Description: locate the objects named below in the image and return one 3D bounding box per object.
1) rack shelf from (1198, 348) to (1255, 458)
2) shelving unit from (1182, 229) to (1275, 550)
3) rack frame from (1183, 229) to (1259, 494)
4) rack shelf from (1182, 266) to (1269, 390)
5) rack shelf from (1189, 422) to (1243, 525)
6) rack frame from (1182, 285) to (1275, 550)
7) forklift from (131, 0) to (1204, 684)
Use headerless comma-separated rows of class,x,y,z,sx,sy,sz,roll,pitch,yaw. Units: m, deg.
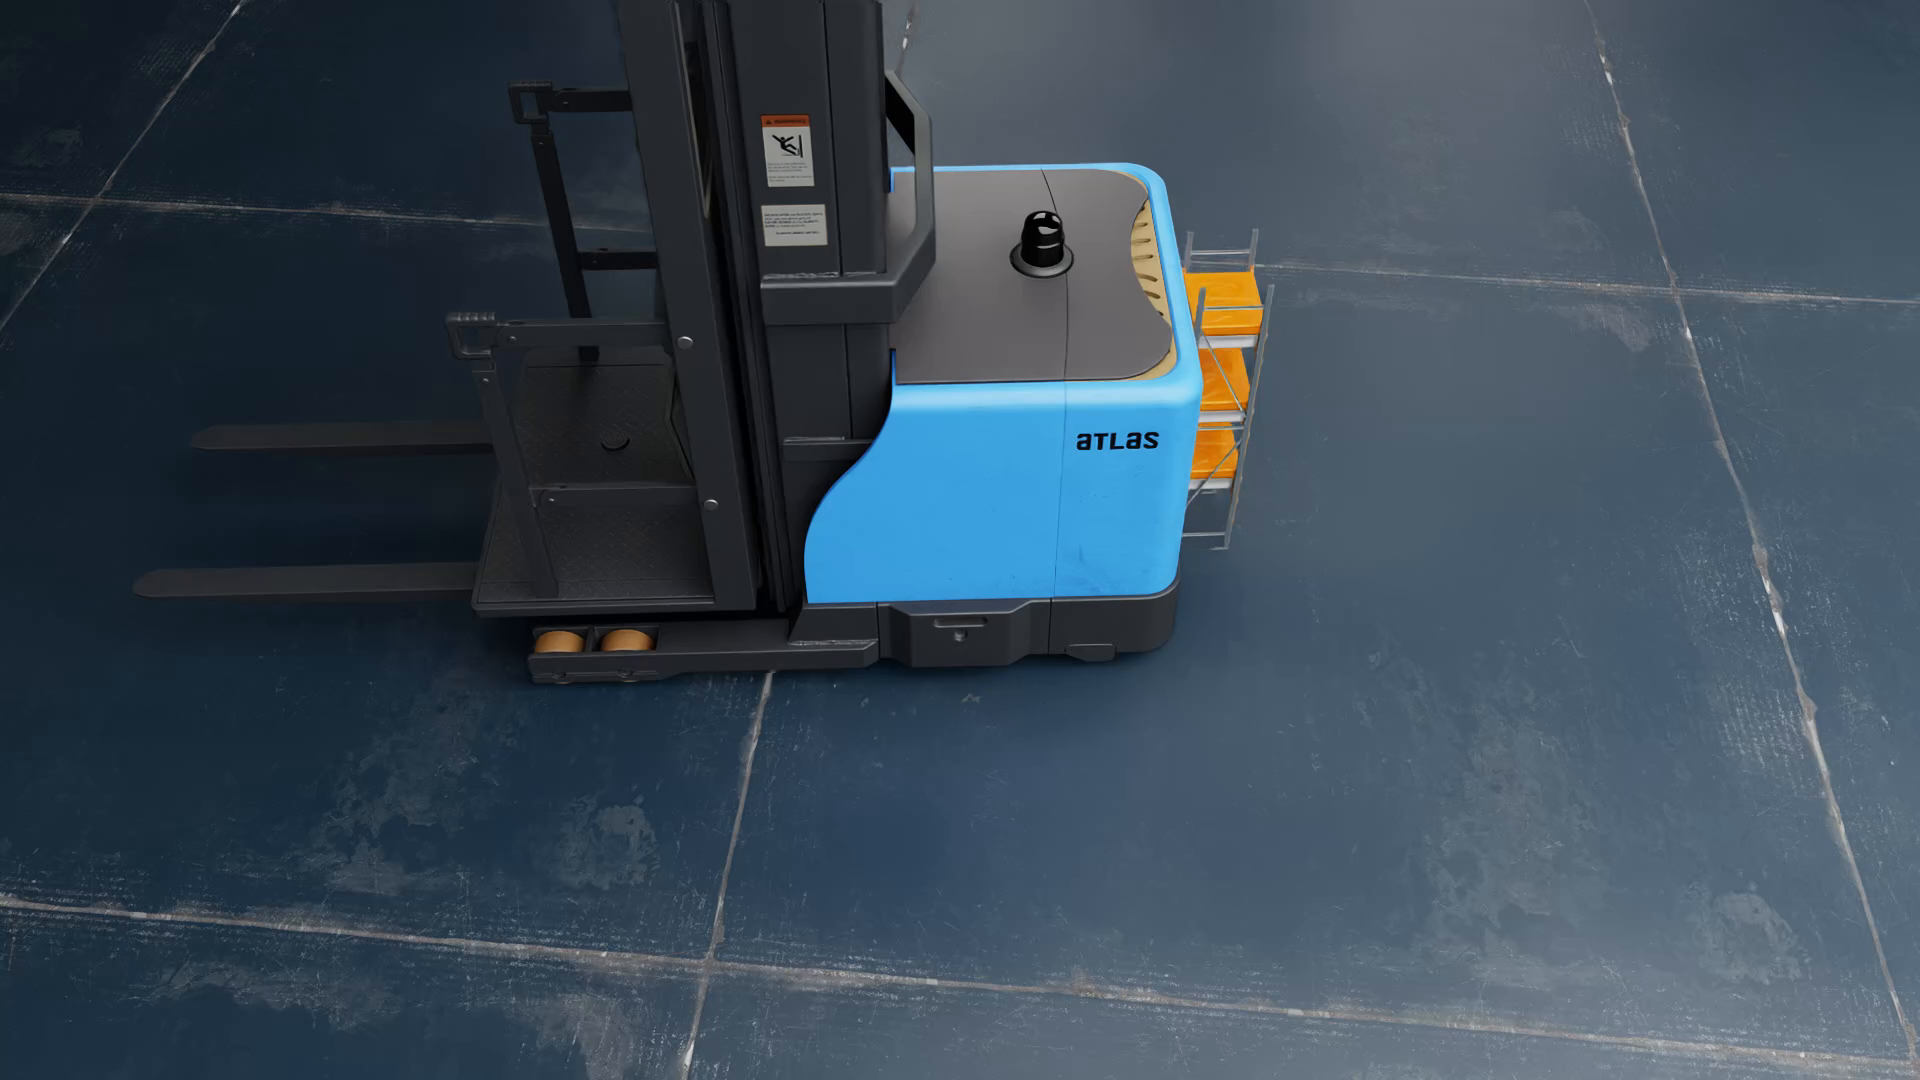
rack shelf,0.736,-0.406,4.924,0.215,0.259,0.240,-2,48,-2
shelving unit,0.736,-0.413,4.916,0.215,1.050,0.252,-2,48,-2
rack frame,0.730,-0.503,4.998,0.200,1.050,0.008,-2,48,-2
rack shelf,0.736,-0.597,4.715,0.215,0.259,0.240,-2,48,-2
rack shelf,0.736,-0.218,5.129,0.215,0.259,0.240,-2,48,-2
rack frame,0.741,-0.323,4.834,0.200,1.050,0.008,-2,48,-2
forklift,-0.897,-0.968,4.149,3.031,2.935,1.130,-1,48,-1
